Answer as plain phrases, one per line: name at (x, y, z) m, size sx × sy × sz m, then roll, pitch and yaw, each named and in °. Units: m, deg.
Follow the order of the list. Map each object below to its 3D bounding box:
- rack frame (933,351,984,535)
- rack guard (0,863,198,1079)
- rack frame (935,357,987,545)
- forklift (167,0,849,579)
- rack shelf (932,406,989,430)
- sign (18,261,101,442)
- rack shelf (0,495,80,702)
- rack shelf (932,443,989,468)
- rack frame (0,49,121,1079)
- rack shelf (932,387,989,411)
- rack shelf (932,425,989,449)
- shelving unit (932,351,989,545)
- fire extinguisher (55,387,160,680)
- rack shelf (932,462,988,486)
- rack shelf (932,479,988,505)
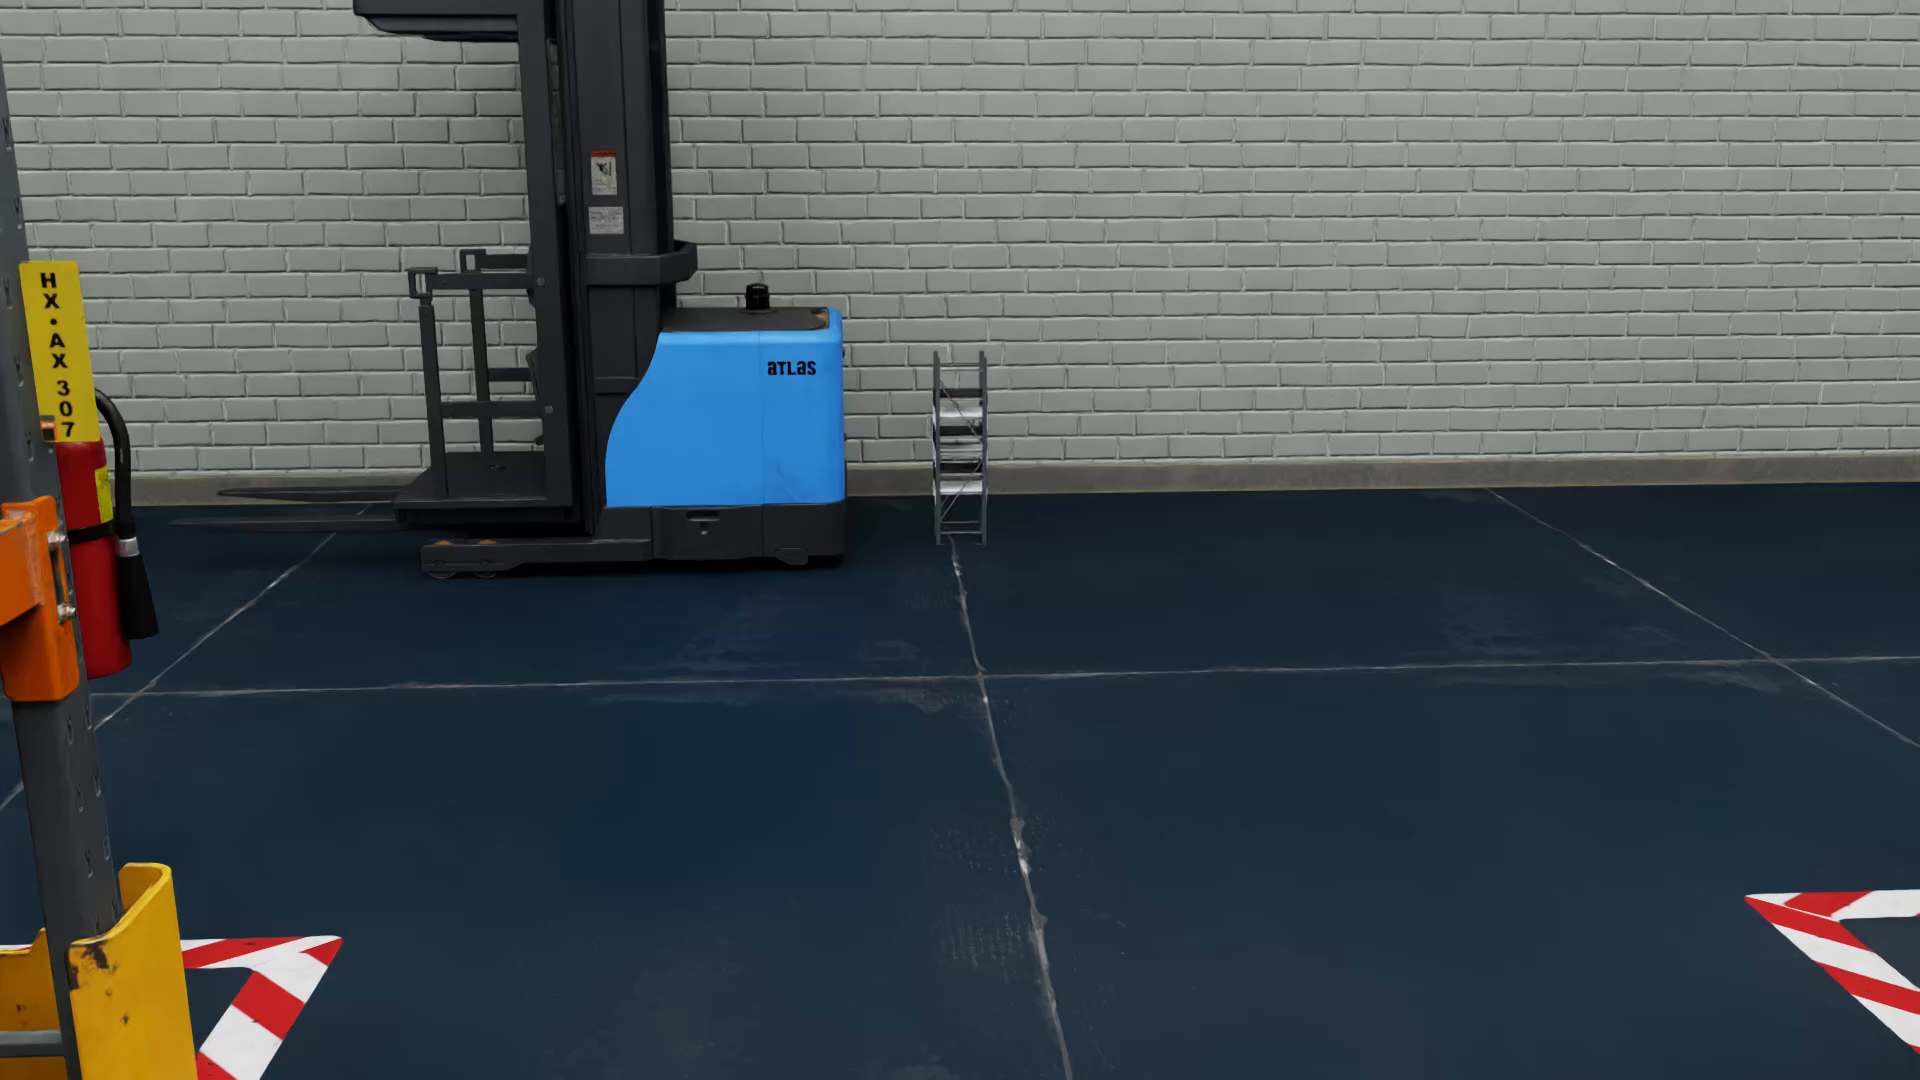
rack frame at (-0.007, -0.463, 8.020) m, size 0.240 × 0.900 × 0.006 m, roll -1°, pitch 14°, yaw -3°
rack guard at (-2.181, 0.959, 3.296) m, size 1.175 × 0.500 × 0.348 m, roll -1°, pitch 14°, yaw -3°
rack frame at (0.006, -0.413, 7.824) m, size 0.240 × 0.900 × 0.006 m, roll -1°, pitch 14°, yaw -3°
forklift at (-2.048, -1.384, 7.523) m, size 3.031 × 2.935 × 1.130 m, roll -1°, pitch 14°, yaw -4°
rack shelf at (0.000, -0.580, 7.886) m, size 0.258 × 0.077 × 0.200 m, roll -1°, pitch 14°, yaw -3°
sign at (-1.618, -0.337, 2.990) m, size 0.100 × 0.325 × 0.005 m, roll -1°, pitch 14°, yaw -3°
rack shelf at (-2.042, 0.600, 1.118) m, size 1.077 × 0.370 × 4.000 m, roll -1°, pitch 14°, yaw -3°
rack shelf at (0.000, -0.406, 7.930) m, size 0.258 × 0.077 × 0.200 m, roll -1°, pitch 14°, yaw -3°
rack frame at (-2.163, -0.246, 2.962) m, size 0.949 × 2.616 × 0.053 m, roll -1°, pitch 14°, yaw -3°
rack shelf at (0.000, -0.667, 7.863) m, size 0.258 × 0.077 × 0.200 m, roll -1°, pitch 14°, yaw -3°
rack shelf at (0.000, -0.493, 7.908) m, size 0.258 × 0.077 × 0.200 m, roll -1°, pitch 14°, yaw -3°
shelving unit at (0.000, -0.438, 7.922) m, size 0.258 × 0.900 × 0.210 m, roll -1°, pitch 14°, yaw -3°
fire extinguisher at (-1.722, -0.072, 3.191) m, size 0.296 × 0.674 × 0.183 m, roll -1°, pitch 14°, yaw -3°
rack shelf at (0.000, -0.318, 7.953) m, size 0.258 × 0.077 × 0.200 m, roll -1°, pitch 14°, yaw -3°
rack shelf at (0.000, -0.231, 7.975) m, size 0.258 × 0.077 × 0.200 m, roll -1°, pitch 14°, yaw -3°
